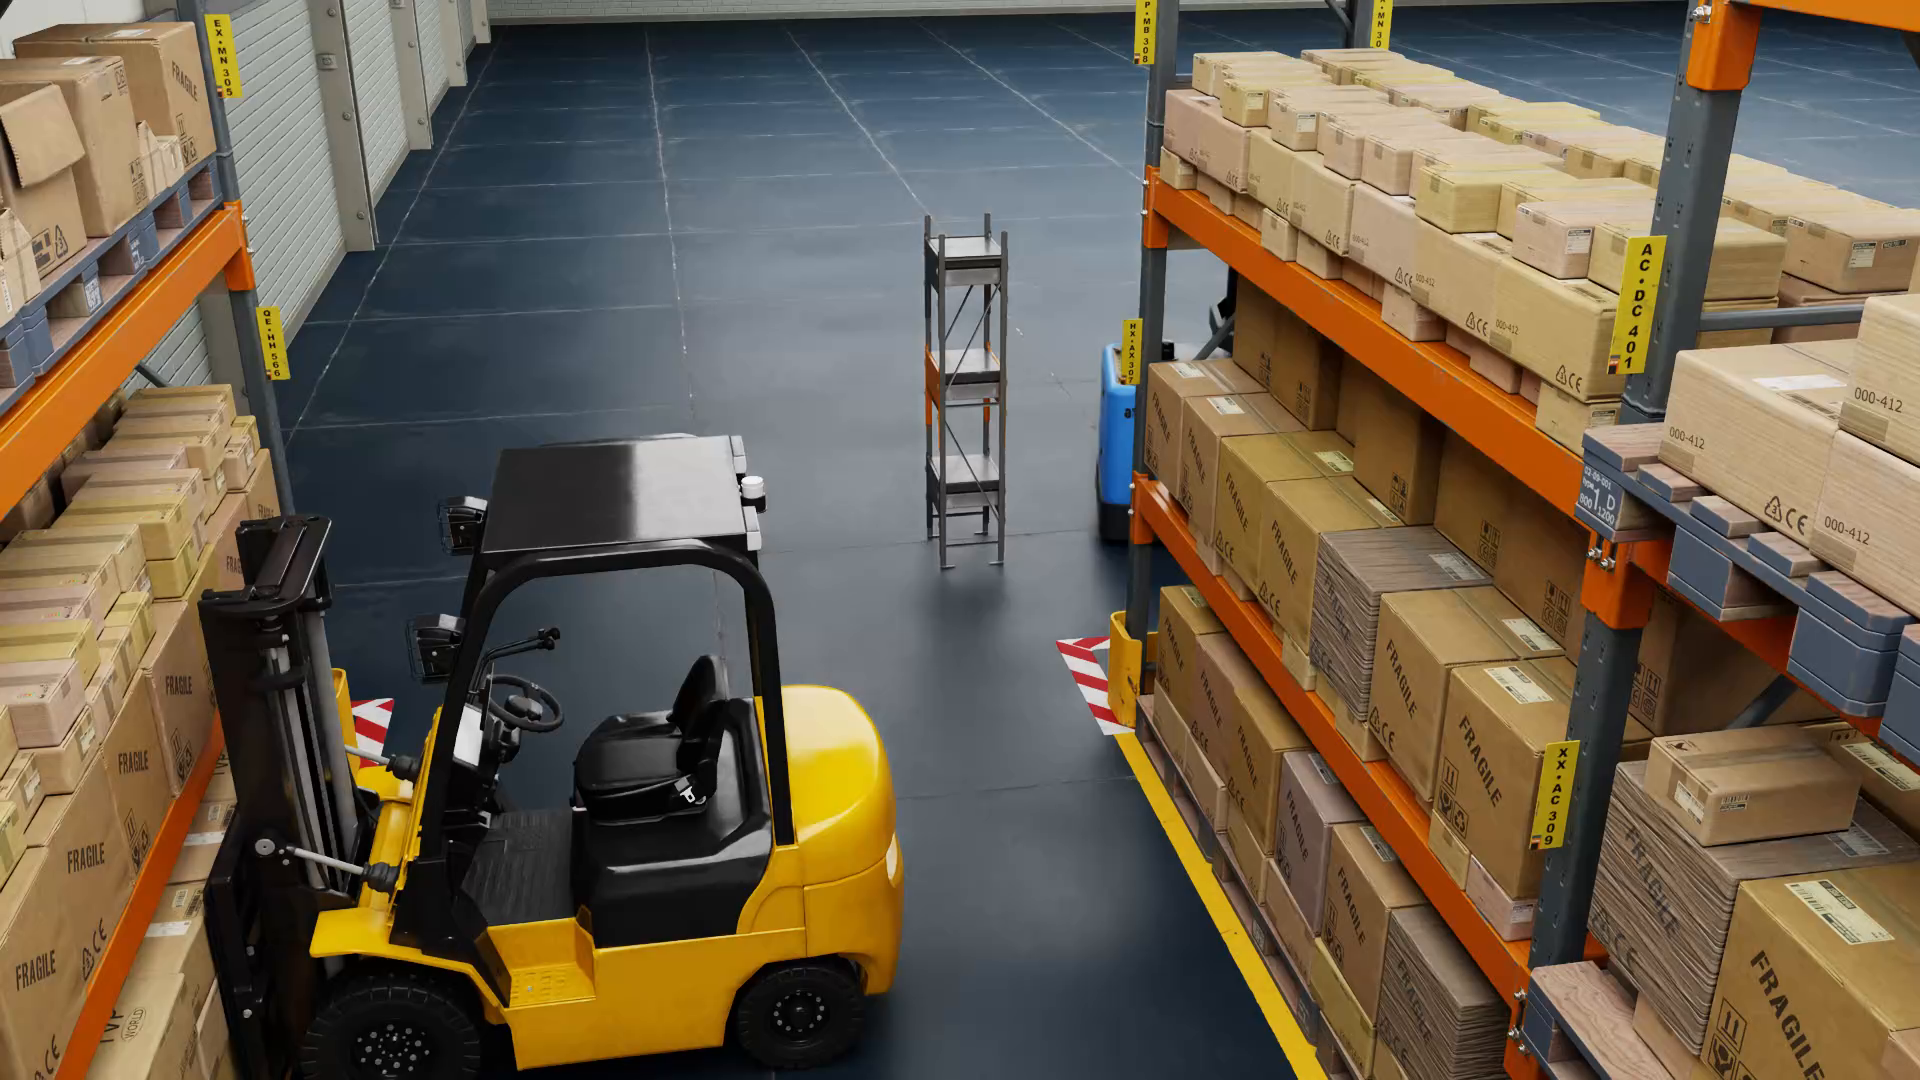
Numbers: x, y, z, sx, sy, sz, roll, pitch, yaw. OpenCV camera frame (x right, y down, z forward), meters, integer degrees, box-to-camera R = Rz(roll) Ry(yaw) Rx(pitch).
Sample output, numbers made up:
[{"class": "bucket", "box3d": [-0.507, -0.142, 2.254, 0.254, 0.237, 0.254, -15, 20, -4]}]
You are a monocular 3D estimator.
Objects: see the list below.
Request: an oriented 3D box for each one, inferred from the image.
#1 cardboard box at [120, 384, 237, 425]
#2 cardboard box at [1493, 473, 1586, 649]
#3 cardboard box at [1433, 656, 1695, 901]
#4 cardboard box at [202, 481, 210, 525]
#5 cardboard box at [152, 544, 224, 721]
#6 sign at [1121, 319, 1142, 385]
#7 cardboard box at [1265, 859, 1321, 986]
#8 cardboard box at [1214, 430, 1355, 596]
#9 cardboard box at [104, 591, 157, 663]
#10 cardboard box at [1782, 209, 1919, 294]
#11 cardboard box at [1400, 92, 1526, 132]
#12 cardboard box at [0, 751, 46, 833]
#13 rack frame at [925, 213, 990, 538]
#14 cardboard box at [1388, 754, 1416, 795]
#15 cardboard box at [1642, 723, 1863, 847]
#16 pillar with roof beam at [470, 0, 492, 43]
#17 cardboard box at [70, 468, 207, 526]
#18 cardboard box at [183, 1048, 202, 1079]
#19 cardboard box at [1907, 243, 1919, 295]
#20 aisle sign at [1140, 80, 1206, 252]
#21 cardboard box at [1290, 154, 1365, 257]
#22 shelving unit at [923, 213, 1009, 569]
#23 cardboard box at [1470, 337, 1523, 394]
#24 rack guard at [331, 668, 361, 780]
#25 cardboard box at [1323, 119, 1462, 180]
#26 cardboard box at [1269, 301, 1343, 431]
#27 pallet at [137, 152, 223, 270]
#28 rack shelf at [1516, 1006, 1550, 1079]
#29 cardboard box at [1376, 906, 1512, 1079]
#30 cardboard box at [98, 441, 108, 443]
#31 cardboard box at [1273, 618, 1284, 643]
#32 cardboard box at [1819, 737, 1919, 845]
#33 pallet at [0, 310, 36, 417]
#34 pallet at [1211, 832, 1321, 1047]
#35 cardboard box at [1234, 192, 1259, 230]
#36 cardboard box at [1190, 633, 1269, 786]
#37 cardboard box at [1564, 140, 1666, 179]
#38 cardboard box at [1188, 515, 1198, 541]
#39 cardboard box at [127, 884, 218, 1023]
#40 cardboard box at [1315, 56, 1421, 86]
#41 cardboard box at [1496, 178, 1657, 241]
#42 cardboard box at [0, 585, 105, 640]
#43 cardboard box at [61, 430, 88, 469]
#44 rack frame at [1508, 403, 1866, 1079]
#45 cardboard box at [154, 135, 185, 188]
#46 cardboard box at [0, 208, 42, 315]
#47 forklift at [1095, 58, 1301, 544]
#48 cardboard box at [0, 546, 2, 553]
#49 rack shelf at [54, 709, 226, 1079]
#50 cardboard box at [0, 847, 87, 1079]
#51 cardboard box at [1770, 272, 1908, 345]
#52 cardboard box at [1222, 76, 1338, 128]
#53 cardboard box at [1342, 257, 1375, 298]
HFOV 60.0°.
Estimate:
[{"class": "cardboard box", "box3d": [-3.244, -0.531, 6.912, 0.380, 0.149, 0.250, -4, 24, -10]}, {"class": "cardboard box", "box3d": [2.159, -0.005, 5.267, 0.700, 0.500, 0.500, -4, 24, -9]}, {"class": "cardboard box", "box3d": [1.773, 0.689, 4.929, 0.500, 0.500, 0.500, -5, 24, -11]}, {"class": "cardboard box", "box3d": [-3.079, -0.102, 6.299, 0.380, 0.149, 0.250, -4, 24, -10]}, {"class": "cardboard box", "box3d": [-2.986, 0.357, 6.059, 0.500, 0.500, 0.500, -5, 24, -11]}, {"class": "sign", "box3d": [0.827, -0.903, 7.987, 0.100, 0.325, 0.005, -4, 24, -10]}, {"class": "cardboard box", "box3d": [1.529, 1.473, 6.540, 0.500, 0.250, 0.500, -4, 24, -9]}, {"class": "cardboard box", "box3d": [1.370, -0.118, 6.775, 0.500, 0.500, 0.500, -5, 24, -11]}, {"class": "cardboard box", "box3d": [-2.844, 0.298, 5.384, 0.380, 0.149, 0.250, -5, 24, -11]}, {"class": "cardboard box", "box3d": [2.363, -0.746, 4.280, 0.380, 0.149, 0.250, -5, 24, -11]}, {"class": "cardboard box", "box3d": [1.845, -1.551, 6.124, 0.380, 0.149, 0.250, -5, 24, -11]}, {"class": "cardboard box", "box3d": [-2.703, 0.706, 4.451, 0.380, 0.149, 0.250, -4, 24, -10]}, {"class": "rack frame", "box3d": [-0.015, -0.993, 10.400, 0.400, 2.100, 0.015, -4, 24, -10]}, {"class": "cardboard box", "box3d": [1.684, 0.734, 5.637, 0.380, 0.149, 0.250, -5, 24, -10]}, {"class": "cardboard box", "box3d": [1.840, 0.567, 3.873, 0.380, 0.149, 0.250, -4, 24, -10]}, {"class": "pillar with roof beam", "box3d": [-5.591, -14.705, 33.176, 9.100, 9.000, 0.400, -4, 24, -10]}, {"class": "cardboard box", "box3d": [-2.962, -0.138, 6.012, 0.380, 0.149, 0.250, -4, 24, -8]}, {"class": "cardboard box", "box3d": [-2.658, 1.823, 5.113, 0.500, 0.250, 0.500, -4, 24, -10]}, {"class": "cardboard box", "box3d": [2.332, -0.482, 3.396, 0.500, 0.250, 0.500, -4, 24, -9]}, {"class": "aisle sign", "box3d": [1.044, -1.739, 7.736, 0.394, 0.787, 0.004, -4, 24, -10]}, {"class": "cardboard box", "box3d": [1.470, -1.168, 5.744, 0.500, 0.250, 0.500, -4, 24, -9]}, {"class": "shelving unit", "box3d": [0.031, -0.897, 10.181, 0.431, 2.100, 0.503, -4, 24, -10]}, {"class": "cardboard box", "box3d": [1.711, -0.539, 4.801, 0.380, 0.149, 0.250, -4, 24, -9]}, {"class": "rack guard", "box3d": [-3.521, 0.959, 7.930, 1.175, 0.500, 0.348, -4, 24, -10]}, {"class": "cardboard box", "box3d": [1.446, -1.309, 5.569, 0.380, 0.149, 0.250, -4, 24, -9]}, {"class": "cardboard box", "box3d": [1.756, -0.802, 7.093, 0.700, 0.500, 0.500, -4, 24, -9]}, {"class": "pallet", "box3d": [-3.412, -1.231, 6.184, 1.003, 0.211, 1.213, -4, 24, -10]}, {"class": "rack shelf", "box3d": [2.470, 2.144, 2.993, 1.077, 0.370, 4.000, -4, 24, -10]}, {"class": "cardboard box", "box3d": [1.727, 1.538, 5.454, 0.500, 0.500, 0.500, -5, 24, -10]}, {"class": "cardboard box", "box3d": [-3.709, -0.368, 6.909, 0.380, 0.149, 0.250, -5, 24, -11]}, {"class": "cardboard box", "box3d": [1.460, 0.334, 6.550, 0.380, 0.149, 0.250, -5, 24, -11]}, {"class": "cardboard box", "box3d": [2.411, 0.817, 4.110, 0.500, 0.500, 0.500, -5, 24, -11]}, {"class": "pallet", "box3d": [-2.960, -0.272, 3.987, 1.003, 0.211, 1.213, -4, 24, -10]}, {"class": "pallet", "box3d": [1.712, 1.563, 6.908, 1.003, 0.211, 1.213, -4, 24, -10]}, {"class": "cardboard box", "box3d": [1.324, -1.352, 6.664, 0.380, 0.149, 0.250, -4, 24, -10]}, {"class": "cardboard box", "box3d": [1.344, 0.730, 7.304, 0.500, 0.500, 0.500, -5, 24, -12]}, {"class": "cardboard box", "box3d": [2.128, -1.150, 5.204, 0.380, 0.149, 0.250, -5, 24, -12]}, {"class": "cardboard box", "box3d": [1.250, -0.074, 7.484, 0.380, 0.149, 0.250, -5, 24, -11]}, {"class": "cardboard box", "box3d": [-2.746, 1.395, 5.469, 0.500, 0.250, 0.500, -3, 24, -8]}, {"class": "cardboard box", "box3d": [1.723, -1.956, 7.050, 0.380, 0.149, 0.250, -4, 24, -9]}, {"class": "cardboard box", "box3d": [1.743, -0.912, 4.660, 0.380, 0.149, 0.250, -4, 24, -8]}, {"class": "cardboard box", "box3d": [-2.861, 0.268, 5.081, 0.380, 0.149, 0.250, -4, 24, -10]}, {"class": "cardboard box", "box3d": [-3.587, -0.301, 6.383, 0.380, 0.149, 0.250, -4, 24, -9]}, {"class": "rack frame", "box3d": [2.100, 1.027, 4.650, 1.000, 3.000, 0.127, -4, 24, -10]}, {"class": "cardboard box", "box3d": [-3.065, -1.372, 6.059, 0.380, 0.149, 0.250, -5, 24, -11]}, {"class": "cardboard box", "box3d": [-2.753, -0.762, 4.517, 0.396, 0.266, 0.258, -5, 24, -11]}, {"class": "forklift", "box3d": [2.426, -1.461, 10.433, 3.031, 2.935, 1.130, 1, 24, 2]}, {"class": "cardboard box", "box3d": [-3.541, 0.143, 5.739, 0.380, 0.149, 0.250, -3, 24, -8]}, {"class": "rack shelf", "box3d": [-3.147, 0.939, 5.751, 1.077, 0.370, 4.000, -4, 24, -10]}, {"class": "cardboard box", "box3d": [-2.603, 1.156, 4.230, 0.500, 0.500, 0.500, -5, 24, -11]}, {"class": "cardboard box", "box3d": [2.288, -0.608, 4.463, 0.500, 0.250, 0.500, -5, 24, -11]}, {"class": "cardboard box", "box3d": [1.247, -1.711, 6.490, 0.380, 0.149, 0.250, -4, 24, -10]}, {"class": "cardboard box", "box3d": [1.550, -0.949, 5.741, 0.380, 0.149, 0.250, -5, 24, -10]}]
